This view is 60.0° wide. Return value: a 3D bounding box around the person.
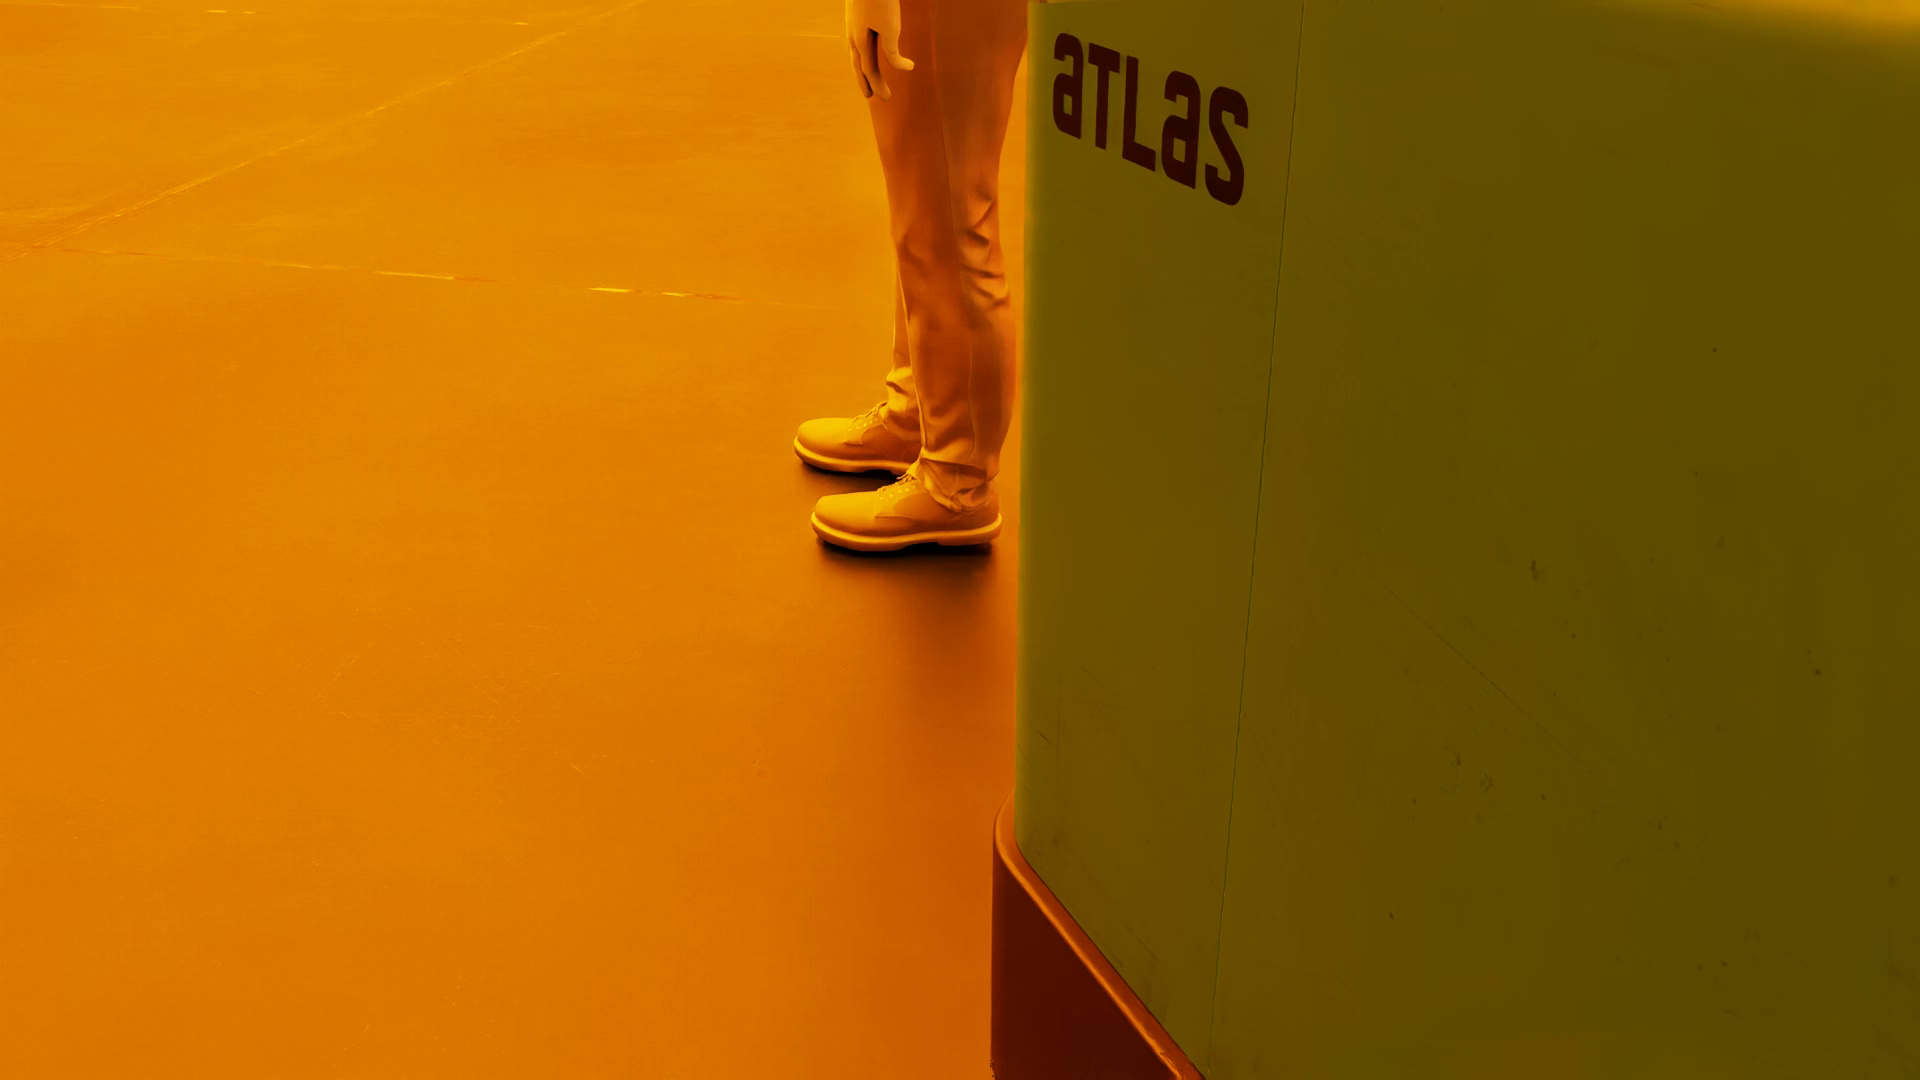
[{"bbox_3d":[-0.066,-0.773,2.134,0.529,1.694,0.587,6,27,11],"label":"person"}]
